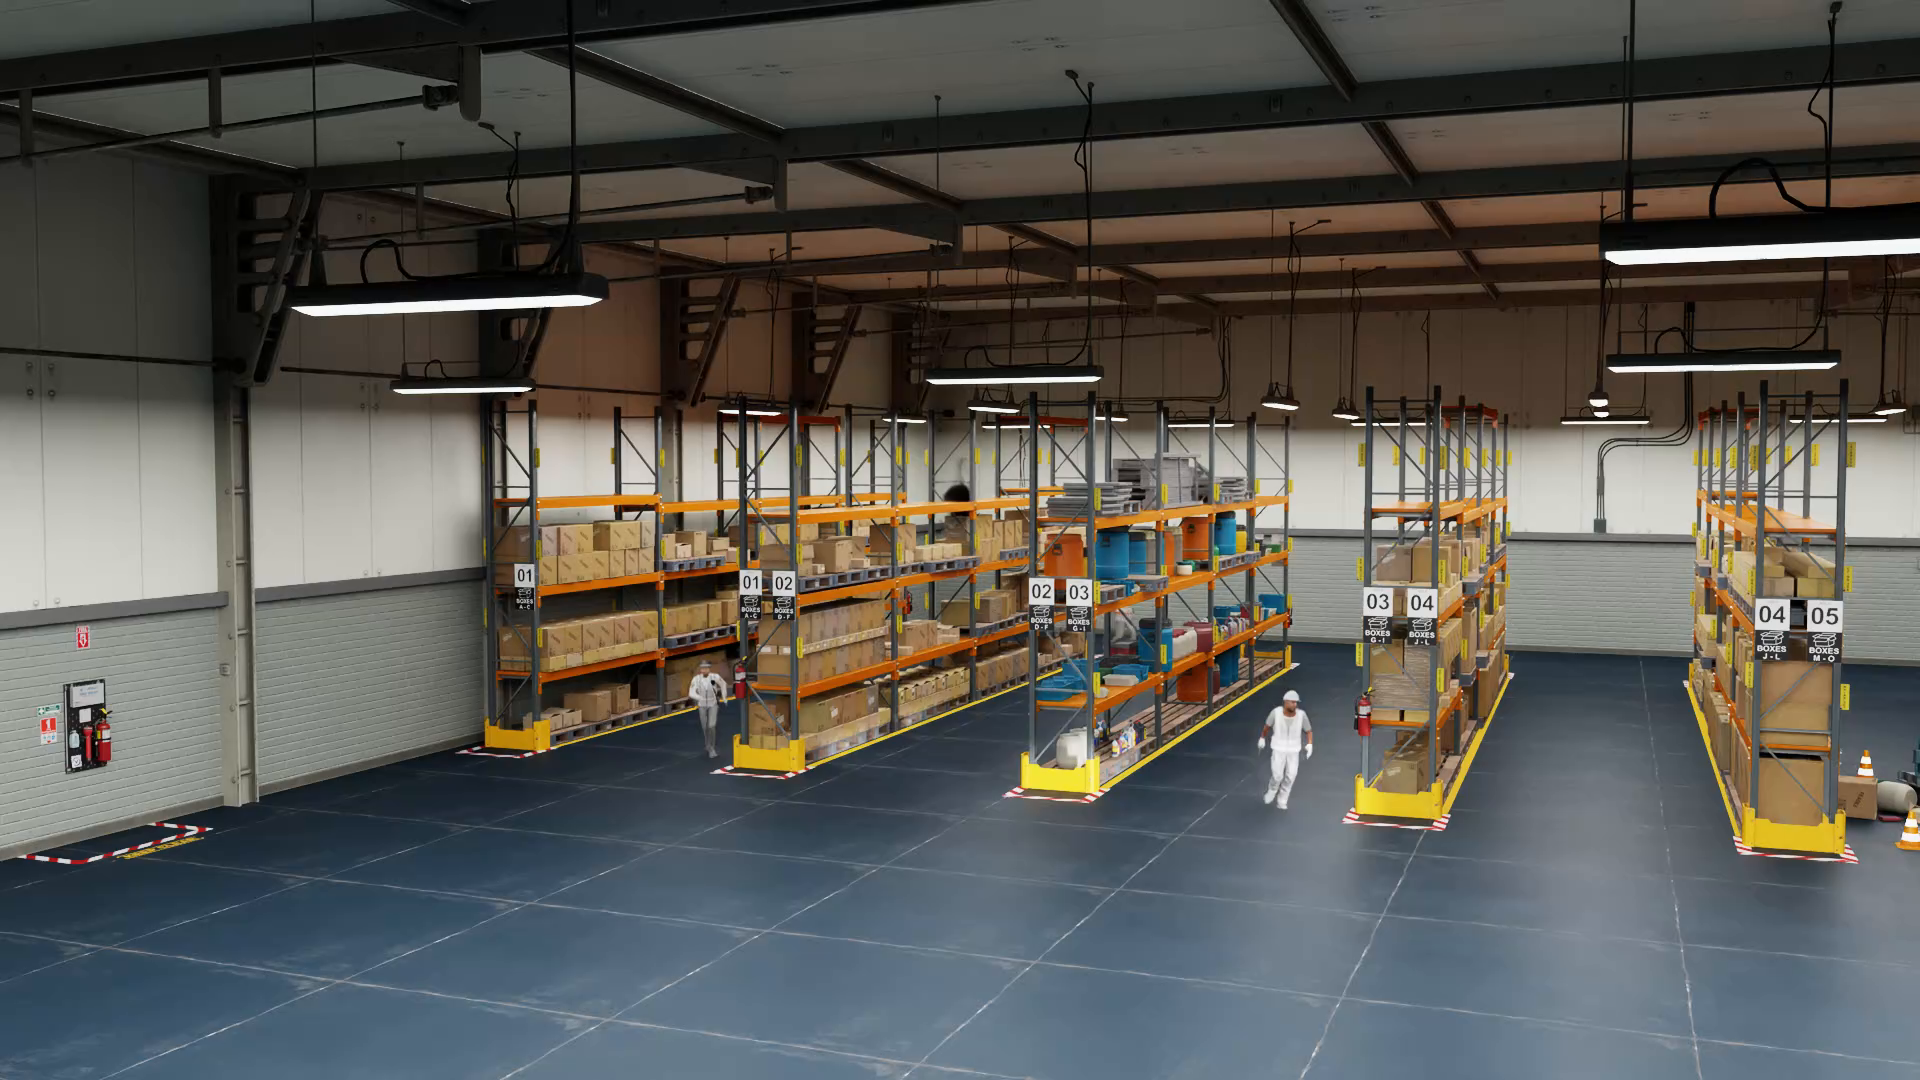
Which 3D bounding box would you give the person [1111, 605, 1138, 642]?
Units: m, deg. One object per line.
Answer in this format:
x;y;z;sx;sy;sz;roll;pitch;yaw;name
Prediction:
4.134;2.057;41.979;0.674;1.804;0.932;-2;4;-41;person

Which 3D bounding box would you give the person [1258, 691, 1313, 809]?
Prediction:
4.606;2.969;23.485;0.699;1.708;0.797;0;3;2;person

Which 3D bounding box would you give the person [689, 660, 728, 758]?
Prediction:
-4.234;2.814;28.011;0.609;1.650;0.908;0;3;2;person
